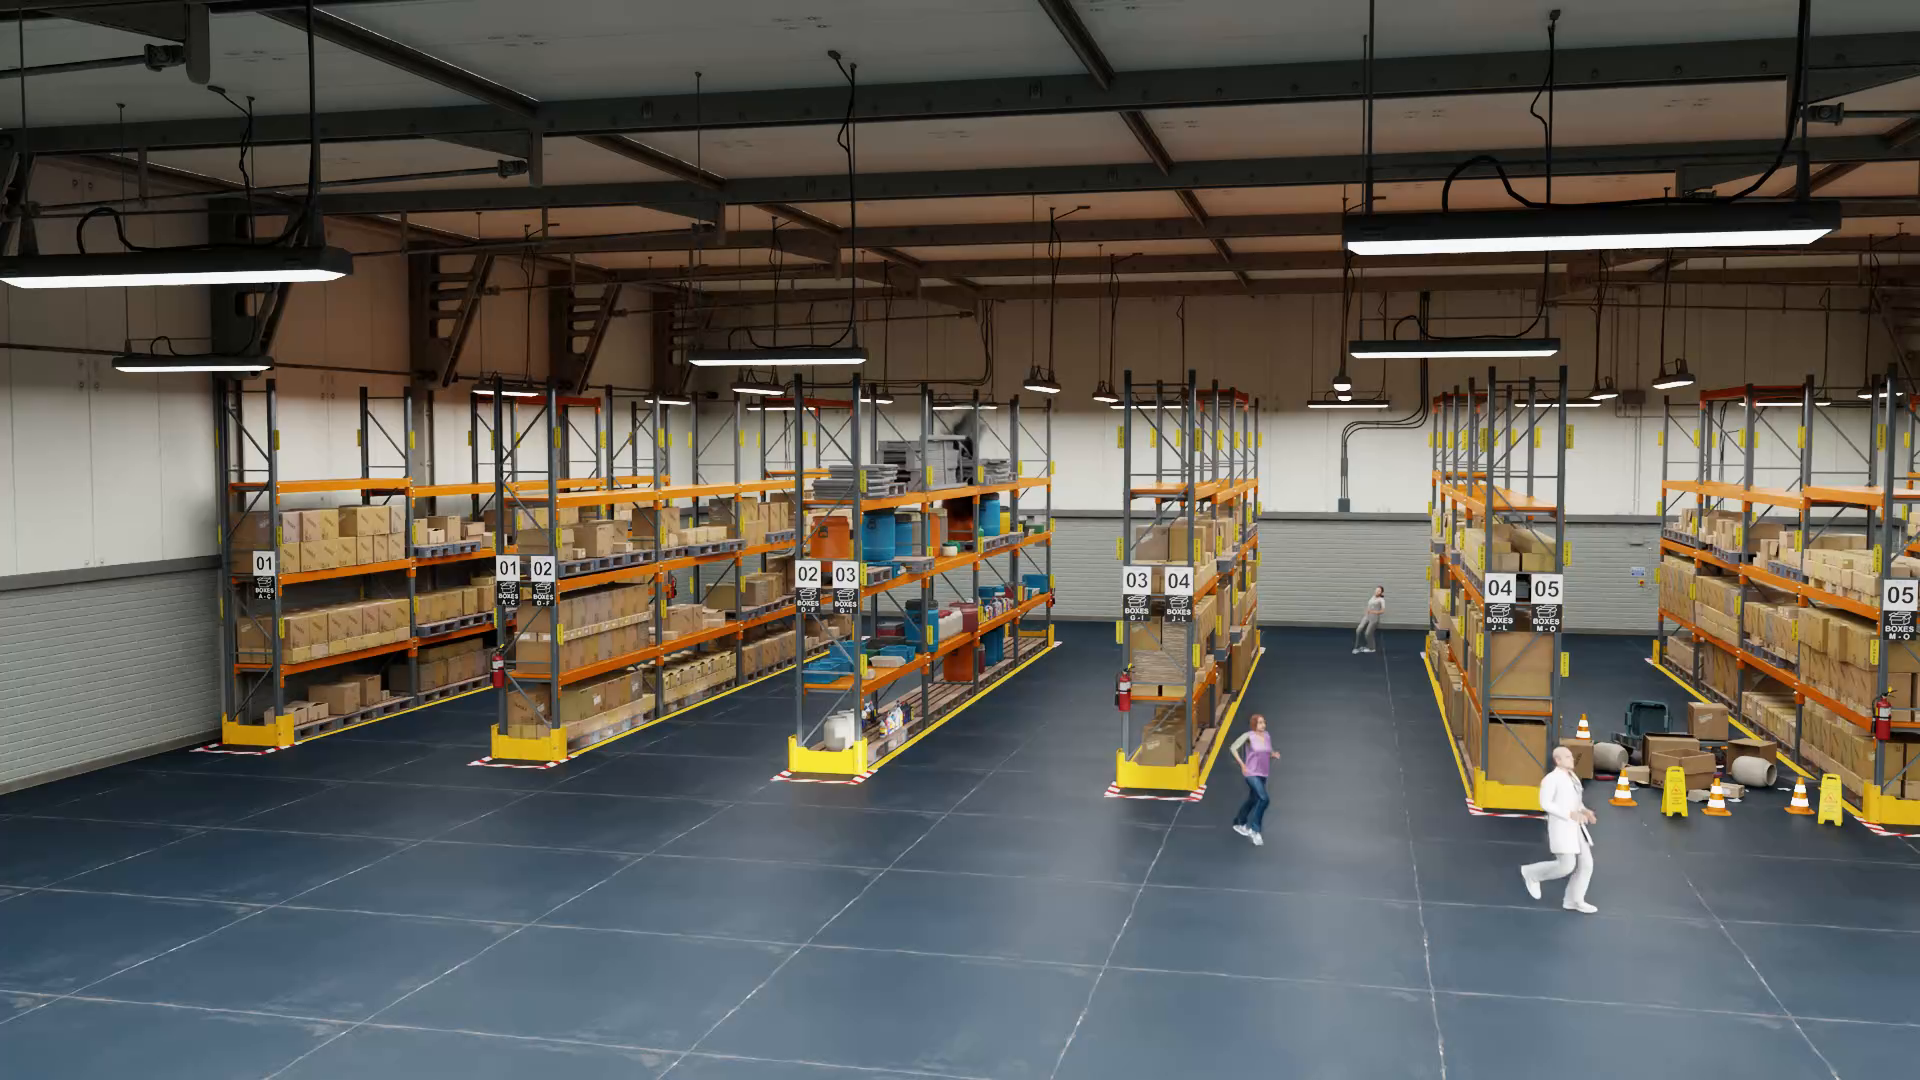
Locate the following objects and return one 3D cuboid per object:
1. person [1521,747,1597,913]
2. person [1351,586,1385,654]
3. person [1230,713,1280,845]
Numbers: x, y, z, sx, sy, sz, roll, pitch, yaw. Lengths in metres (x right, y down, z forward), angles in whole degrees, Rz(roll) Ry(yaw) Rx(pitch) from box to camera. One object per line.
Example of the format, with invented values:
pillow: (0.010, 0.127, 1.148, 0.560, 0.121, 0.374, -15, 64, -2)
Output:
person: (6.436, 3.067, 17.758, 0.697, 1.733, 0.803, -3, 5, -43)
person: (9.574, 1.873, 38.839, 0.557, 1.642, 0.709, -2, 4, -30)
person: (3.699, 2.971, 20.744, 0.506, 1.641, 0.701, -3, 4, -37)
